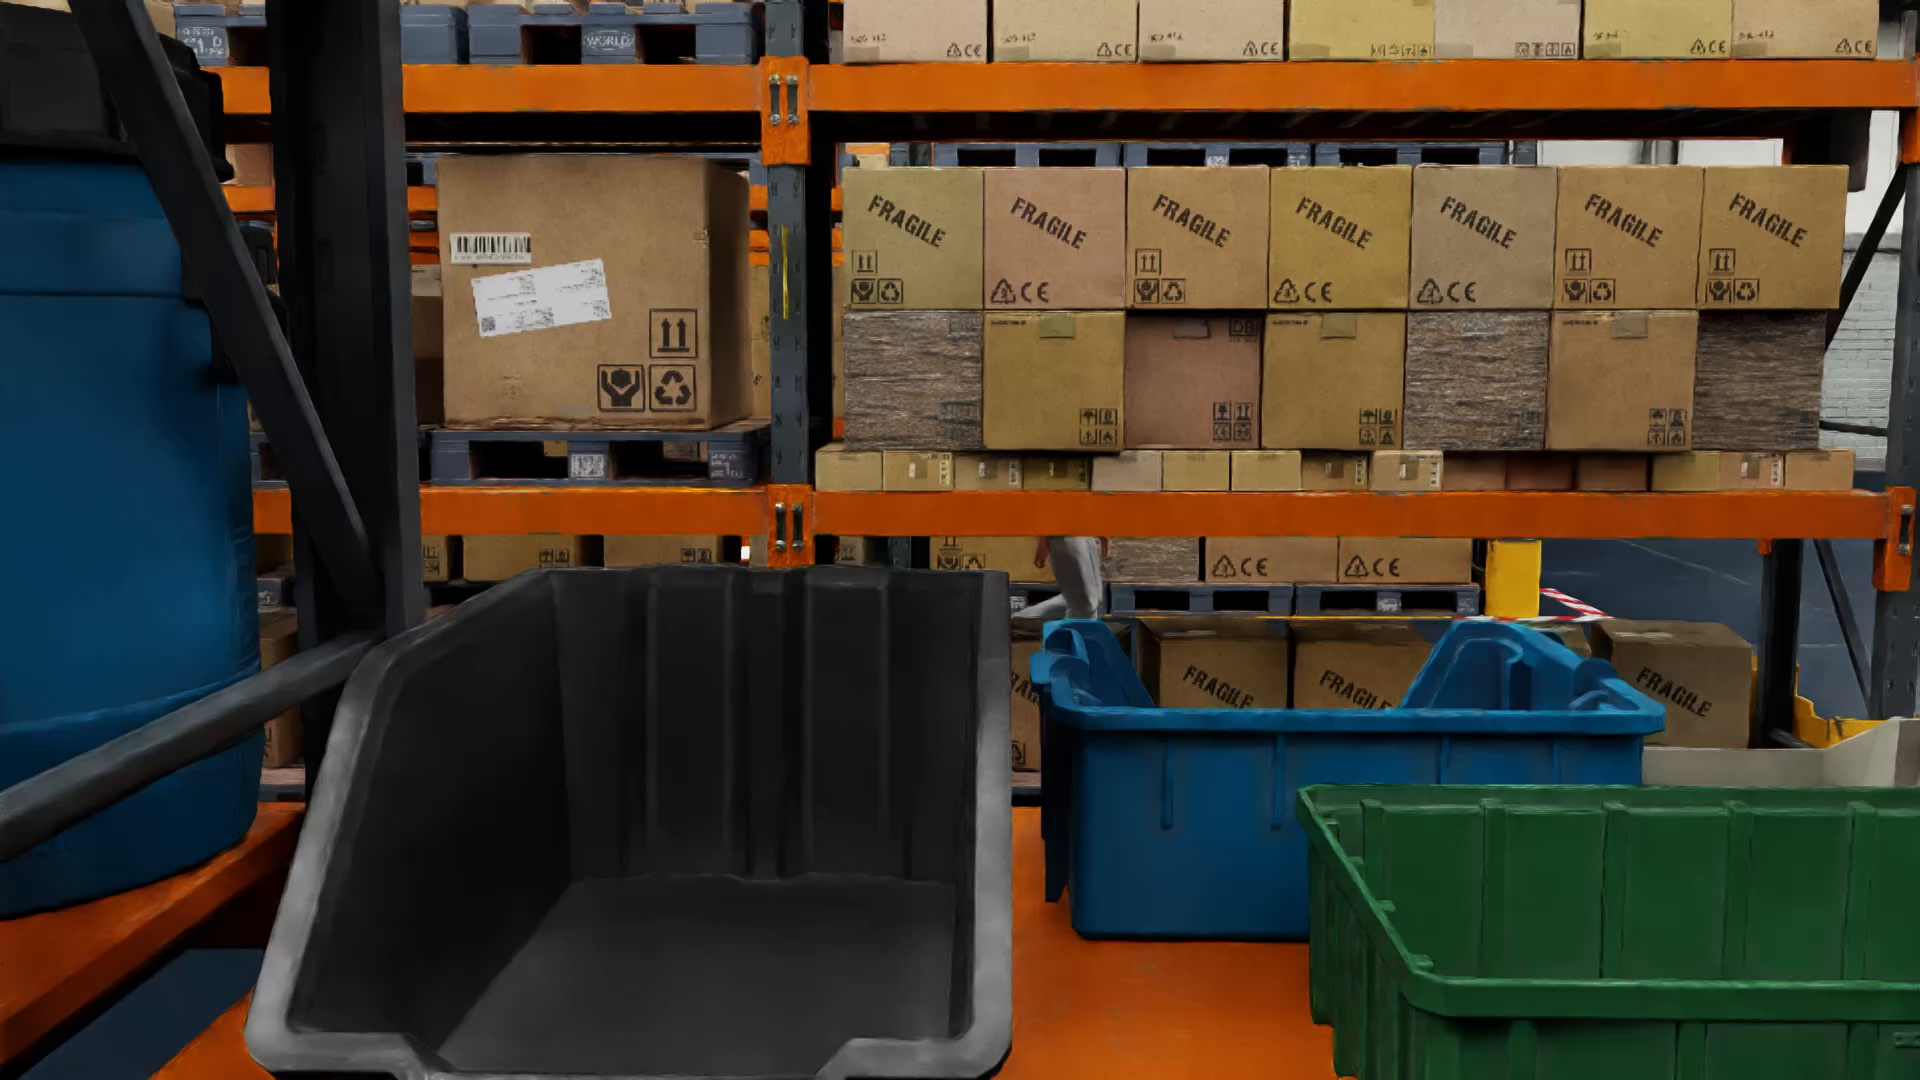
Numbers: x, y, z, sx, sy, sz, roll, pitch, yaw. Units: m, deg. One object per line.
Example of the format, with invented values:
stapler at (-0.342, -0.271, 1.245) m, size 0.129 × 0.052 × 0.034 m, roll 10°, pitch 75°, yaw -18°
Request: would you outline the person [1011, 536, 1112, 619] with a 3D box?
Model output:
person at (0.504, -0.026, 8.466) m, size 0.758 × 1.651 × 0.474 m, roll 4°, pitch 8°, yaw 27°
